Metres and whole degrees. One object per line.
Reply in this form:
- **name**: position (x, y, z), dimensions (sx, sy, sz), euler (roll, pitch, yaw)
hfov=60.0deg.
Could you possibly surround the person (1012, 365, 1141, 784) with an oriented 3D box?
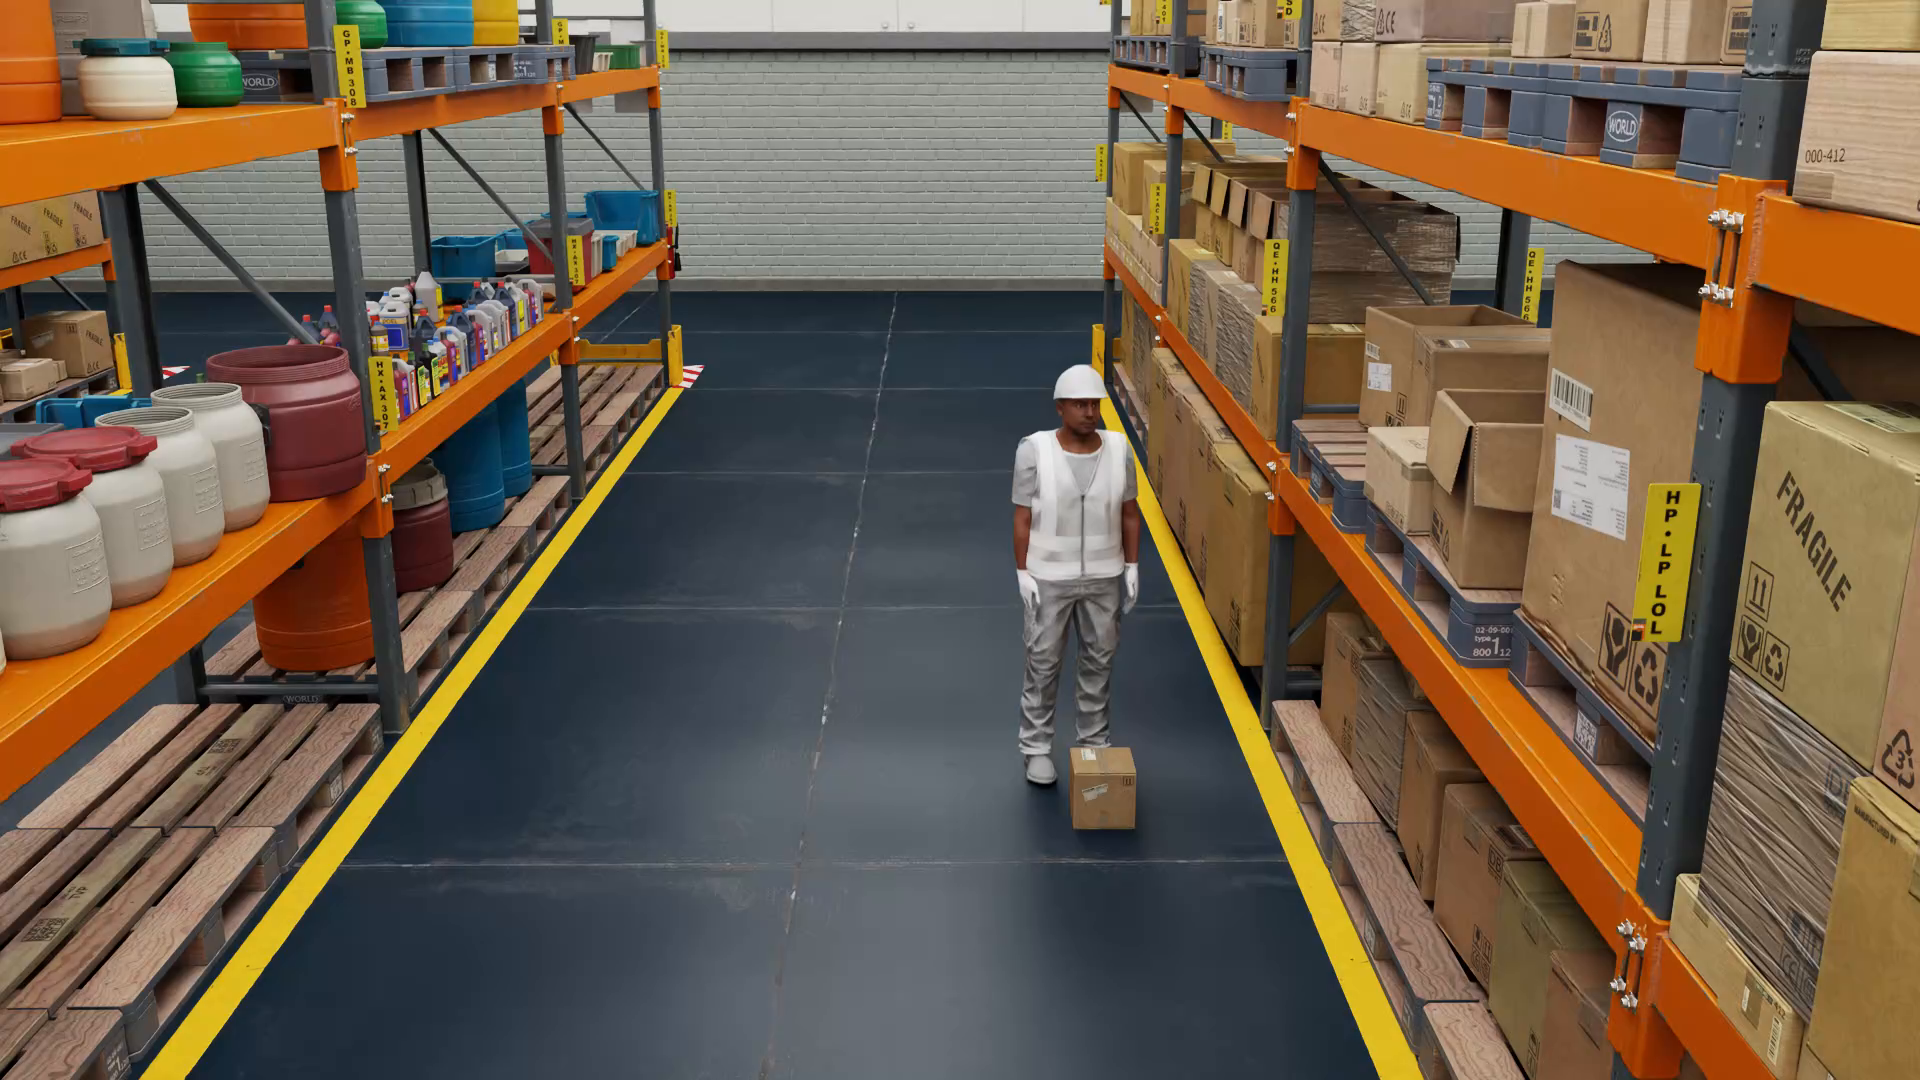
- **person**: position (0.495, 0.148, 7.019), dimensions (0.548, 1.785, 0.357), euler (-3, 17, -10)
